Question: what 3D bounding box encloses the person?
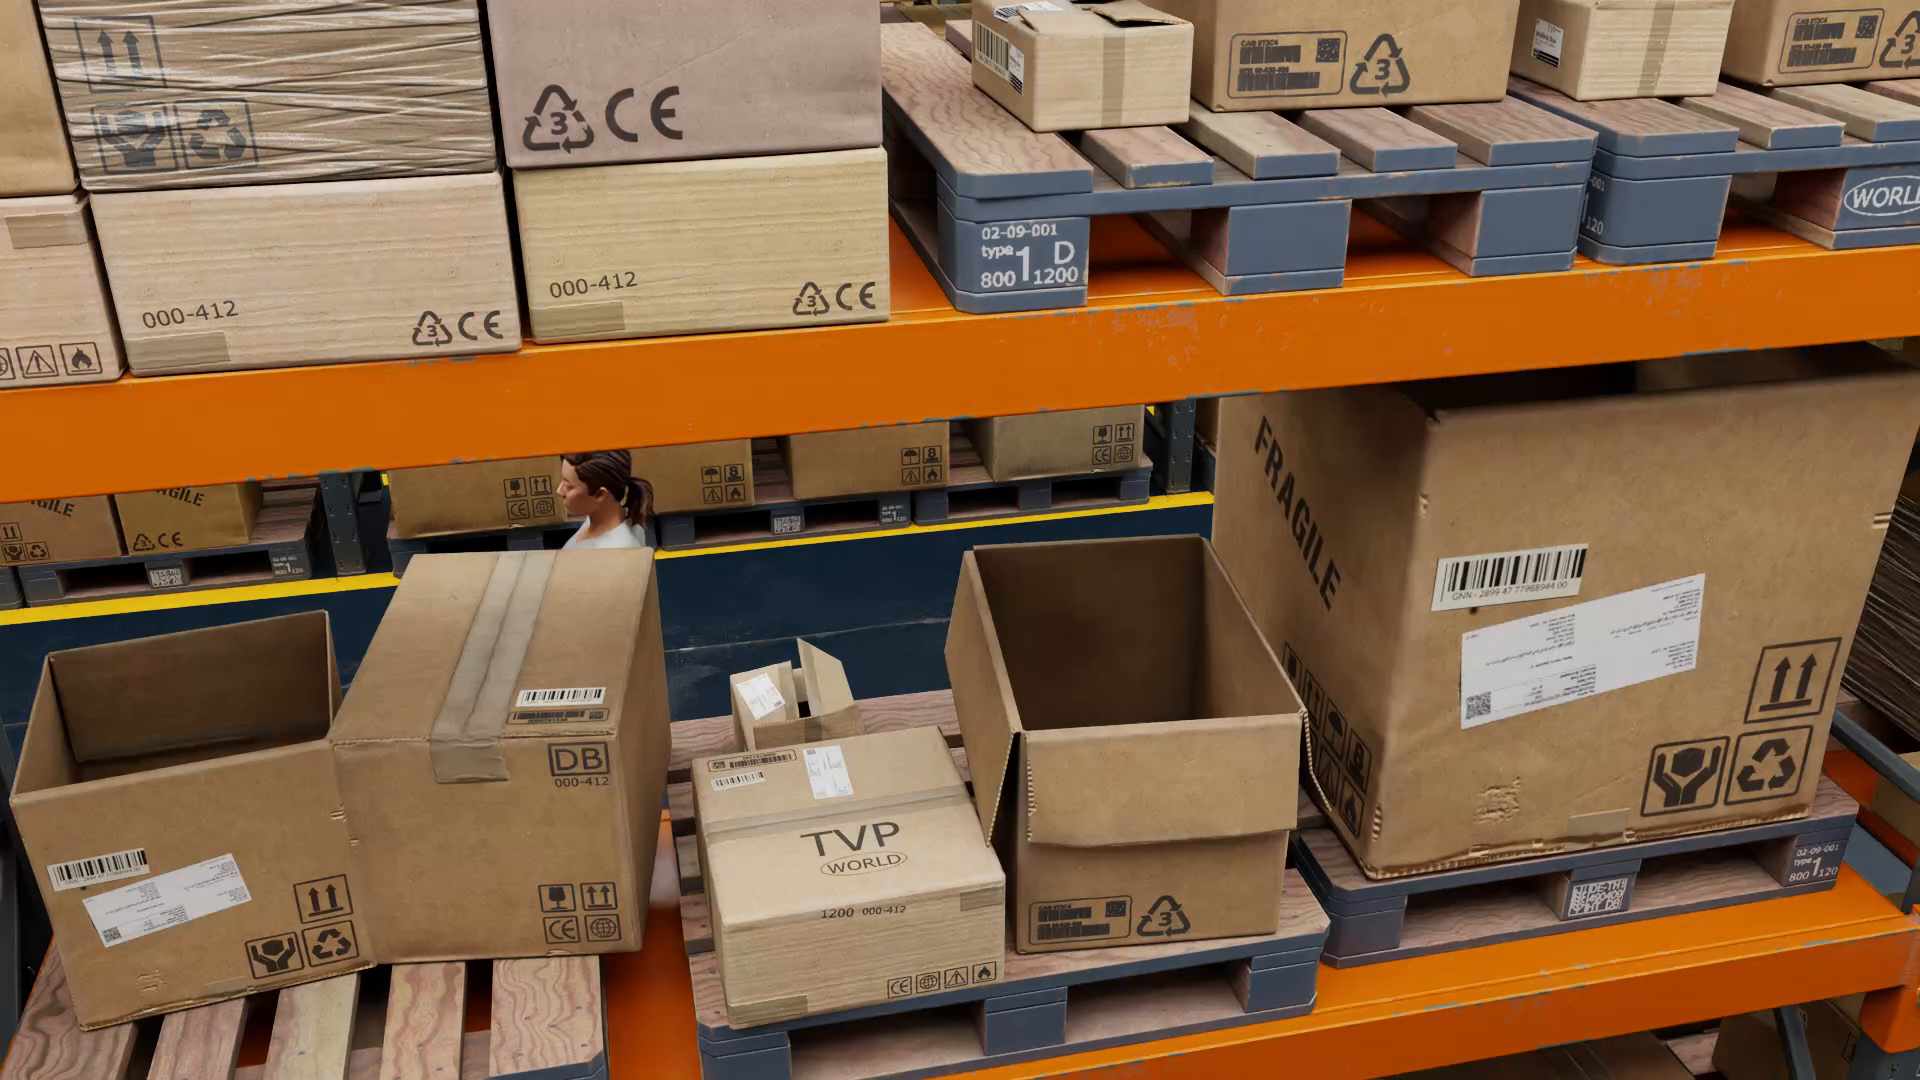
[{"bbox_3d":[-1.085,0.443,5.251,0.363,1.671,0.437,-5,27,-10],"label":"person"}]
